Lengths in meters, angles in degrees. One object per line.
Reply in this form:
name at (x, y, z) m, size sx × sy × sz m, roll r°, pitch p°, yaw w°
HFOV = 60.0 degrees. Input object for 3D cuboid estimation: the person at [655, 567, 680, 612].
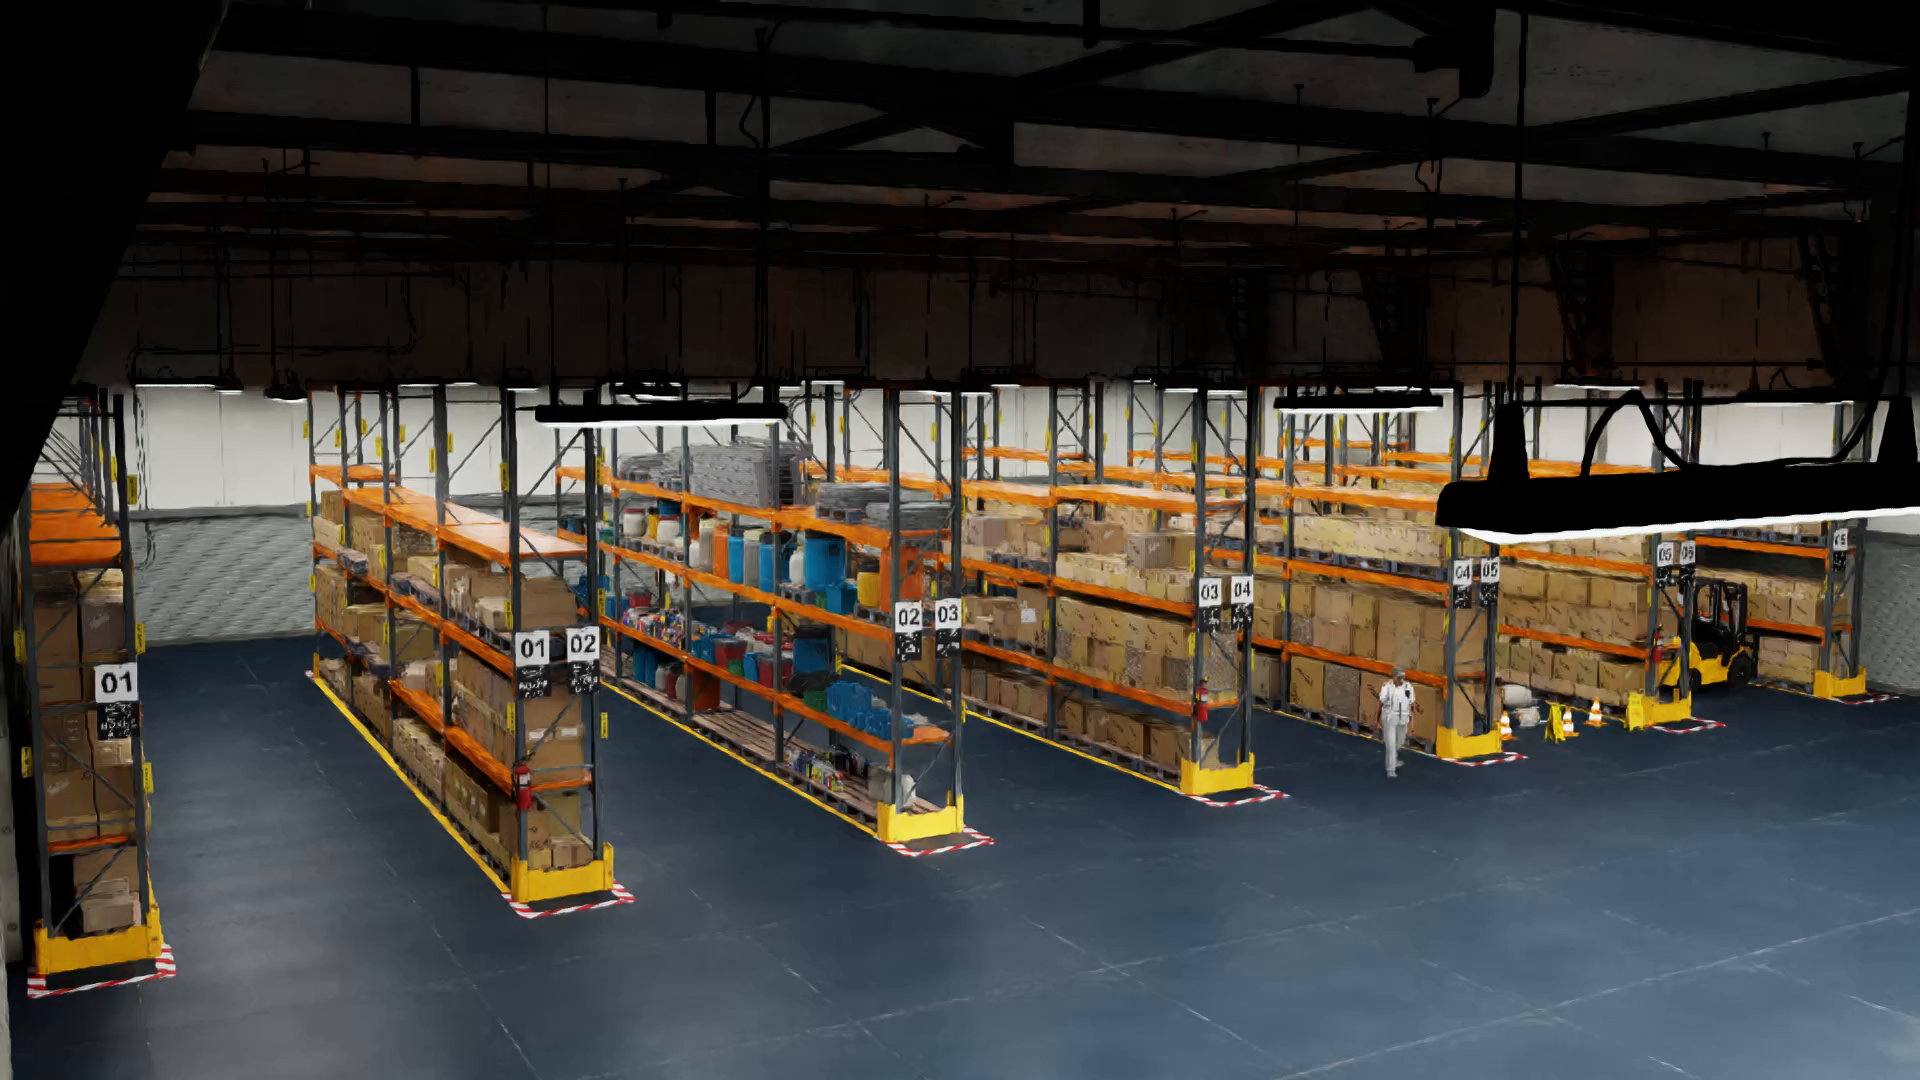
person at (-7.349, 0.998, 41.730) m, size 0.610 × 1.692 × 0.579 m, roll 1°, pitch 6°, yaw 7°

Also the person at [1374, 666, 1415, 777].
person at (6.723, 2.760, 25.658) m, size 0.582 × 1.700 × 0.958 m, roll -1°, pitch 6°, yaw -8°

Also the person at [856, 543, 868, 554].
person at (-2.600, 0.808, 44.243) m, size 0.506 × 1.659 × 0.538 m, roll 1°, pitch 6°, yaw 7°
